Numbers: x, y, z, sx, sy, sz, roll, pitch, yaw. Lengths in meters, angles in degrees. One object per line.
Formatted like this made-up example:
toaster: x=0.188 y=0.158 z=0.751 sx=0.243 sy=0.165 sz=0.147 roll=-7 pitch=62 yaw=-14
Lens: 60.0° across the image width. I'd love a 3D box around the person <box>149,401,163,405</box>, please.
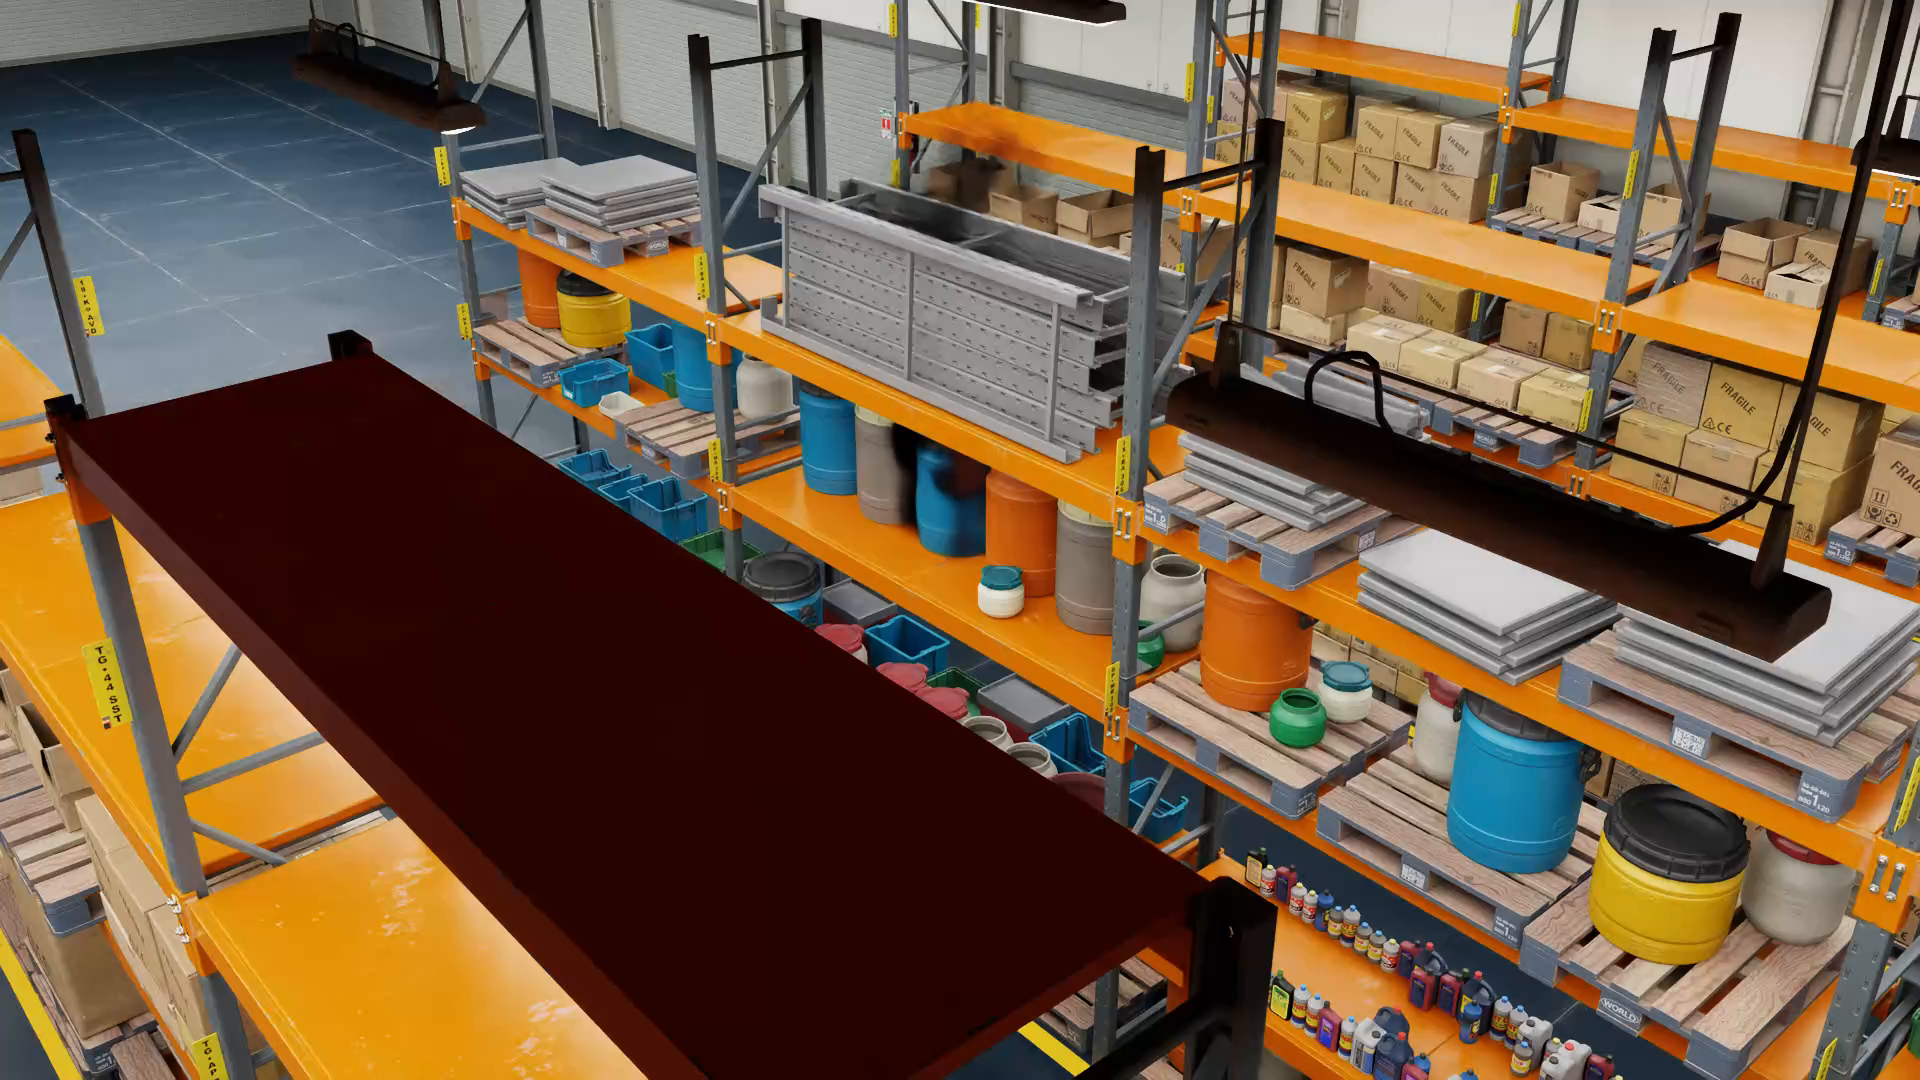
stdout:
person: x=-7.935 y=-0.577 z=16.863 sx=0.783 sy=1.797 sz=0.640 roll=-7 pitch=28 yaw=-14
